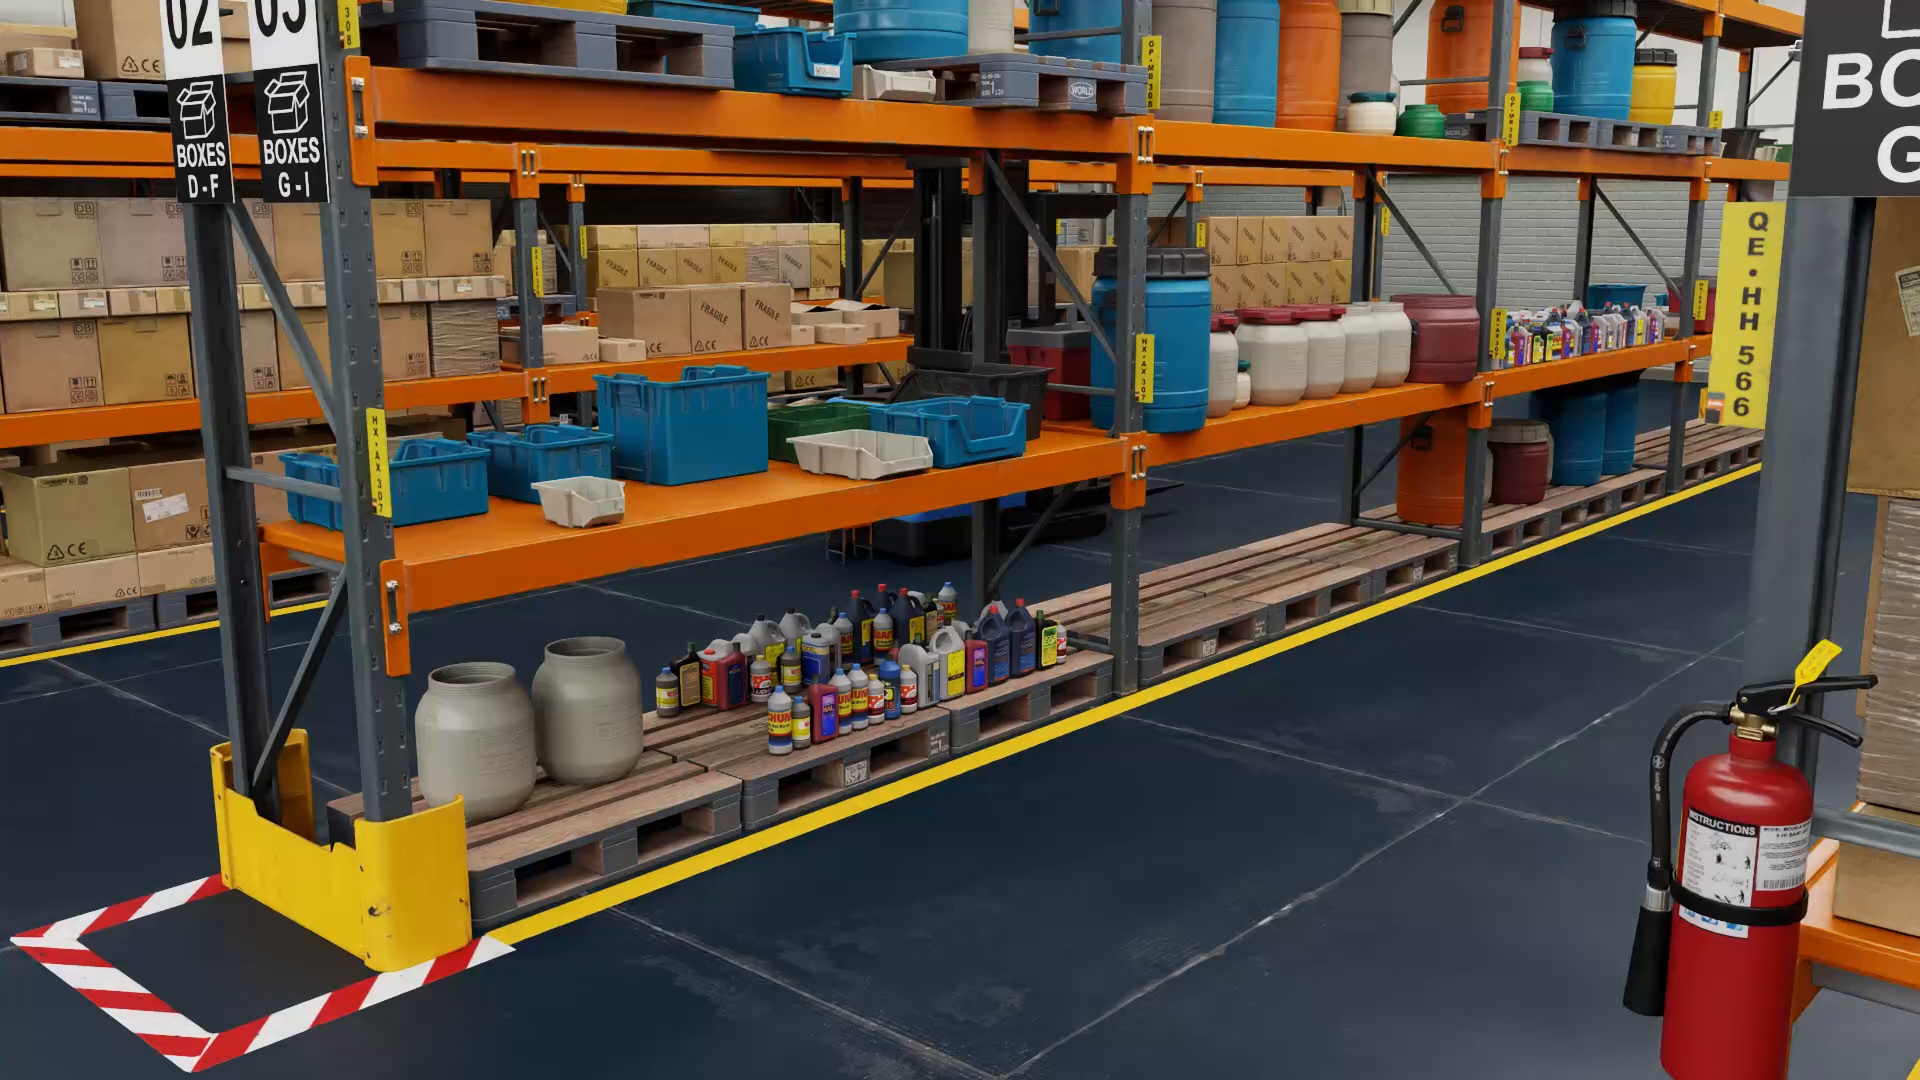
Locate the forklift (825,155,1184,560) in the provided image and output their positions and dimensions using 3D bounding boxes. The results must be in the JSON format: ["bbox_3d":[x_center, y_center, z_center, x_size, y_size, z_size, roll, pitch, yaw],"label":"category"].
[{"bbox_3d":[0.460,-1.519,12.336,3.031,2.935,1.130,-10,15,-41],"label":"forklift"}]

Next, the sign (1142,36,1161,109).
[{"bbox_3d":[0.883,-2.161,7.690,0.100,0.325,0.005,10,15,40],"label":"sign"}]

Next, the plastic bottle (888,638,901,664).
[{"bbox_3d":[-0.262,0.576,7.483,0.061,0.283,0.133,10,15,40],"label":"plastic bottle"}]

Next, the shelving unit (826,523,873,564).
[{"bbox_3d":[-0.767,-0.381,11.437,0.252,1.050,0.215,-10,15,-41],"label":"shelving unit"}]

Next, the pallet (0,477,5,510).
[{"bbox_3d":[-8.187,-0.388,13.615,1.003,0.211,1.213,10,15,40],"label":"pallet"}]

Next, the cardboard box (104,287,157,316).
[{"bbox_3d":[-4.781,-1.360,9.450,0.380,0.149,0.250,9,14,38],"label":"cardboard box"}]

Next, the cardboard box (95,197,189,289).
[{"bbox_3d":[-4.854,-1.723,9.612,0.700,0.500,0.500,10,15,41],"label":"cardboard box"}]

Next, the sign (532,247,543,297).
[{"bbox_3d":[-2.823,-1.791,11.107,0.100,0.325,0.005,10,15,40],"label":"sign"}]

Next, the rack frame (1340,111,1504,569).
[{"bbox_3d":[3.118,-1.347,11.295,1.000,3.000,0.127,10,15,40],"label":"rack frame"}]

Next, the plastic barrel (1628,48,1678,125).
[{"bbox_3d":[5.308,-3.544,13.085,0.600,0.588,0.600,0,11,0],"label":"plastic barrel"}]

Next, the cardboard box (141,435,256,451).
[{"bbox_3d":[-4.771,-0.376,10.468,0.500,0.500,0.500,10,15,40],"label":"cardboard box"}]

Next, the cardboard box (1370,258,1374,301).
[{"bbox_3d":[4.589,-3.113,19.882,0.500,0.500,0.500,10,15,42],"label":"cardboard box"}]

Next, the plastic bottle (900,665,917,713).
[{"bbox_3d":[-0.239,0.650,7.318,0.097,0.201,0.097,0,11,0],"label":"plastic bottle"}]

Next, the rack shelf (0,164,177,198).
[{"bbox_3d":[-8.285,-2.863,13.065,1.077,0.370,4.000,10,15,40],"label":"rack shelf"}]

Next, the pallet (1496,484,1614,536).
[{"bbox_3d":[4.412,-0.279,13.071,1.003,0.211,1.213,10,15,40],"label":"pallet"}]

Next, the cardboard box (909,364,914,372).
[{"bbox_3d":[-0.126,-1.522,15.518,0.500,0.250,0.500,11,15,42],"label":"cardboard box"}]

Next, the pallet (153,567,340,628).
[{"bbox_3d":[-4.603,0.260,10.370,1.003,0.211,1.213,10,15,40],"label":"pallet"}]

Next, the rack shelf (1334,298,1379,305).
[{"bbox_3d":[3.360,-2.518,18.995,1.077,0.370,4.000,10,15,40],"label":"rack shelf"}]

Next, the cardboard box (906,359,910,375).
[{"bbox_3d":[-0.779,-2.367,21.711,0.700,0.500,0.500,10,15,40],"label":"cardboard box"}]

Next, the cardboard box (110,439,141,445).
[{"bbox_3d":[-7.295,-0.783,14.583,0.380,0.166,0.250,7,14,33],"label":"cardboard box"}]

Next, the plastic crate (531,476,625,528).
[{"bbox_3d":[-1.331,-0.130,5.879,0.298,0.136,0.250,10,15,40],"label":"plastic crate"}]

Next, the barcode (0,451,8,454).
[{"bbox_3d":[-8.055,-0.716,14.008,0.001,0.075,0.075,10,15,40],"label":"barcode"}]

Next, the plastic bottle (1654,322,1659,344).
[{"bbox_3d":[5.685,-1.717,13.659,0.097,0.201,0.097,0,11,0],"label":"plastic bottle"}]

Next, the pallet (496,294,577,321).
[{"bbox_3d":[-4.715,-2.415,17.133,1.213,0.211,1.003,10,15,40],"label":"pallet"}]

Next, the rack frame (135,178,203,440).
[{"bbox_3d":[-6.965,-2.039,14.762,1.000,3.000,0.127,10,15,40],"label":"rack frame"}]

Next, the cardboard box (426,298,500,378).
[{"bbox_3d":[-3.529,-1.382,11.217,0.700,0.500,0.500,9,15,39],"label":"cardboard box"}]

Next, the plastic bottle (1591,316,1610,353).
[{"bbox_3d":[4.925,-1.593,12.844,0.152,0.276,0.135,10,15,40],"label":"plastic bottle"}]

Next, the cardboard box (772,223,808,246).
[{"bbox_3d":[-2.145,-3.613,19.661,0.500,0.250,0.500,10,15,42],"label":"cardboard box"}]

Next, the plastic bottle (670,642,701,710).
[{"bbox_3d":[-1.217,0.600,7.360,0.061,0.283,0.133,10,15,42],"label":"plastic bottle"}]

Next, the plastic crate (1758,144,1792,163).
[{"bbox_3d":[7.962,-3.709,16.004,0.450,0.188,0.336,10,15,40],"label":"plastic crate"}]

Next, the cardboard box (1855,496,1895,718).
[{"bbox_3d":[2.181,0.109,2.991,0.875,0.500,0.500,10,15,40],"label":"cardboard box"}]

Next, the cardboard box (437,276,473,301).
[{"bbox_3d":[-3.424,-1.662,10.965,0.380,0.149,0.250,9,15,39],"label":"cardboard box"}]

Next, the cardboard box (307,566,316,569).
[{"bbox_3d":[-4.040,-0.013,10.564,0.500,0.250,0.500,10,15,40],"label":"cardboard box"}]

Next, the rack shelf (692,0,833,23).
[{"bbox_3d":[-1.921,-4.086,12.553,1.077,0.370,4.000,10,15,40],"label":"rack shelf"}]

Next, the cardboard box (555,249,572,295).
[{"bbox_3d":[-4.210,-2.936,18.186,0.500,0.500,0.500,10,15,41],"label":"cardboard box"}]

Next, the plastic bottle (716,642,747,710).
[{"bbox_3d":[-1.013,0.600,7.362,0.061,0.283,0.133,10,15,40],"label":"plastic bottle"}]

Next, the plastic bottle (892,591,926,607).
[{"bbox_3d":[-0.255,0.403,8.366,0.152,0.276,0.135,10,15,42],"label":"plastic bottle"}]

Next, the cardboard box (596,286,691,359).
[{"bbox_3d":[-2.374,-1.637,12.492,0.500,0.500,0.500,-11,16,-43],"label":"cardboard box"}]

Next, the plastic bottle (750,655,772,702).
[{"bbox_3d":[-0.896,0.619,7.473,0.097,0.201,0.097,0,11,0],"label":"plastic bottle"}]

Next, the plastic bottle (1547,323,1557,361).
[{"bbox_3d":[4.289,-1.441,12.094,0.097,0.271,0.097,0,11,0],"label":"plastic bottle"}]

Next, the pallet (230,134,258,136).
[{"bbox_3d":[-6.477,-3.495,14.872,1.213,0.211,1.003,10,15,40],"label":"pallet"}]

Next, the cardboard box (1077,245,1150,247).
[{"bbox_3d":[1.559,-2.790,17.196,0.700,0.500,0.500,4,12,21],"label":"cardboard box"}]

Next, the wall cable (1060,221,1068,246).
[{"bbox_3d":[1.091,-4.614,25.058,0.084,1.984,1.851,10,15,40],"label":"wall cable"}]

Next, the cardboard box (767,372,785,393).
[{"bbox_3d":[-2.600,-2.124,19.605,0.750,0.750,0.750,10,15,42],"label":"cardboard box"}]

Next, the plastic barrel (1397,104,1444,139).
[{"bbox_3d":[2.993,-2.699,10.802,0.294,0.245,0.294,0,11,0],"label":"plastic barrel"}]

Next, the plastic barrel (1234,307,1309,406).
[{"bbox_3d":[1.758,-1.045,9.439,0.433,0.535,0.433,0,11,0],"label":"plastic barrel"}]

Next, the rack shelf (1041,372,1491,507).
[{"bbox_3d":[1.797,-0.700,9.893,1.077,0.370,4.000,10,15,40],"label":"rack shelf"}]

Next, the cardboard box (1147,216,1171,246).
[{"bbox_3d":[2.179,-3.223,17.883,0.500,0.500,0.500,10,15,41],"label":"cardboard box"}]

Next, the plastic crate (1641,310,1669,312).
[{"bbox_3d":[6.295,-2.029,15.261,0.437,0.125,0.590,10,15,40],"label":"plastic crate"}]

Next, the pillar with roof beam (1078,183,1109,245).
[{"bbox_3d":[5.323,-6.699,22.776,9.100,9.000,0.400,10,15,40],"label":"pillar with roof beam"}]

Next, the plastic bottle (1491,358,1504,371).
[{"bbox_3d":[3.646,-1.308,11.417,0.152,0.276,0.135,10,15,40],"label":"plastic bottle"}]

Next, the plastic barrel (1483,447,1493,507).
[{"bbox_3d":[3.733,-0.501,12.343,0.421,0.512,0.421,0,11,0],"label":"plastic barrel"}]
